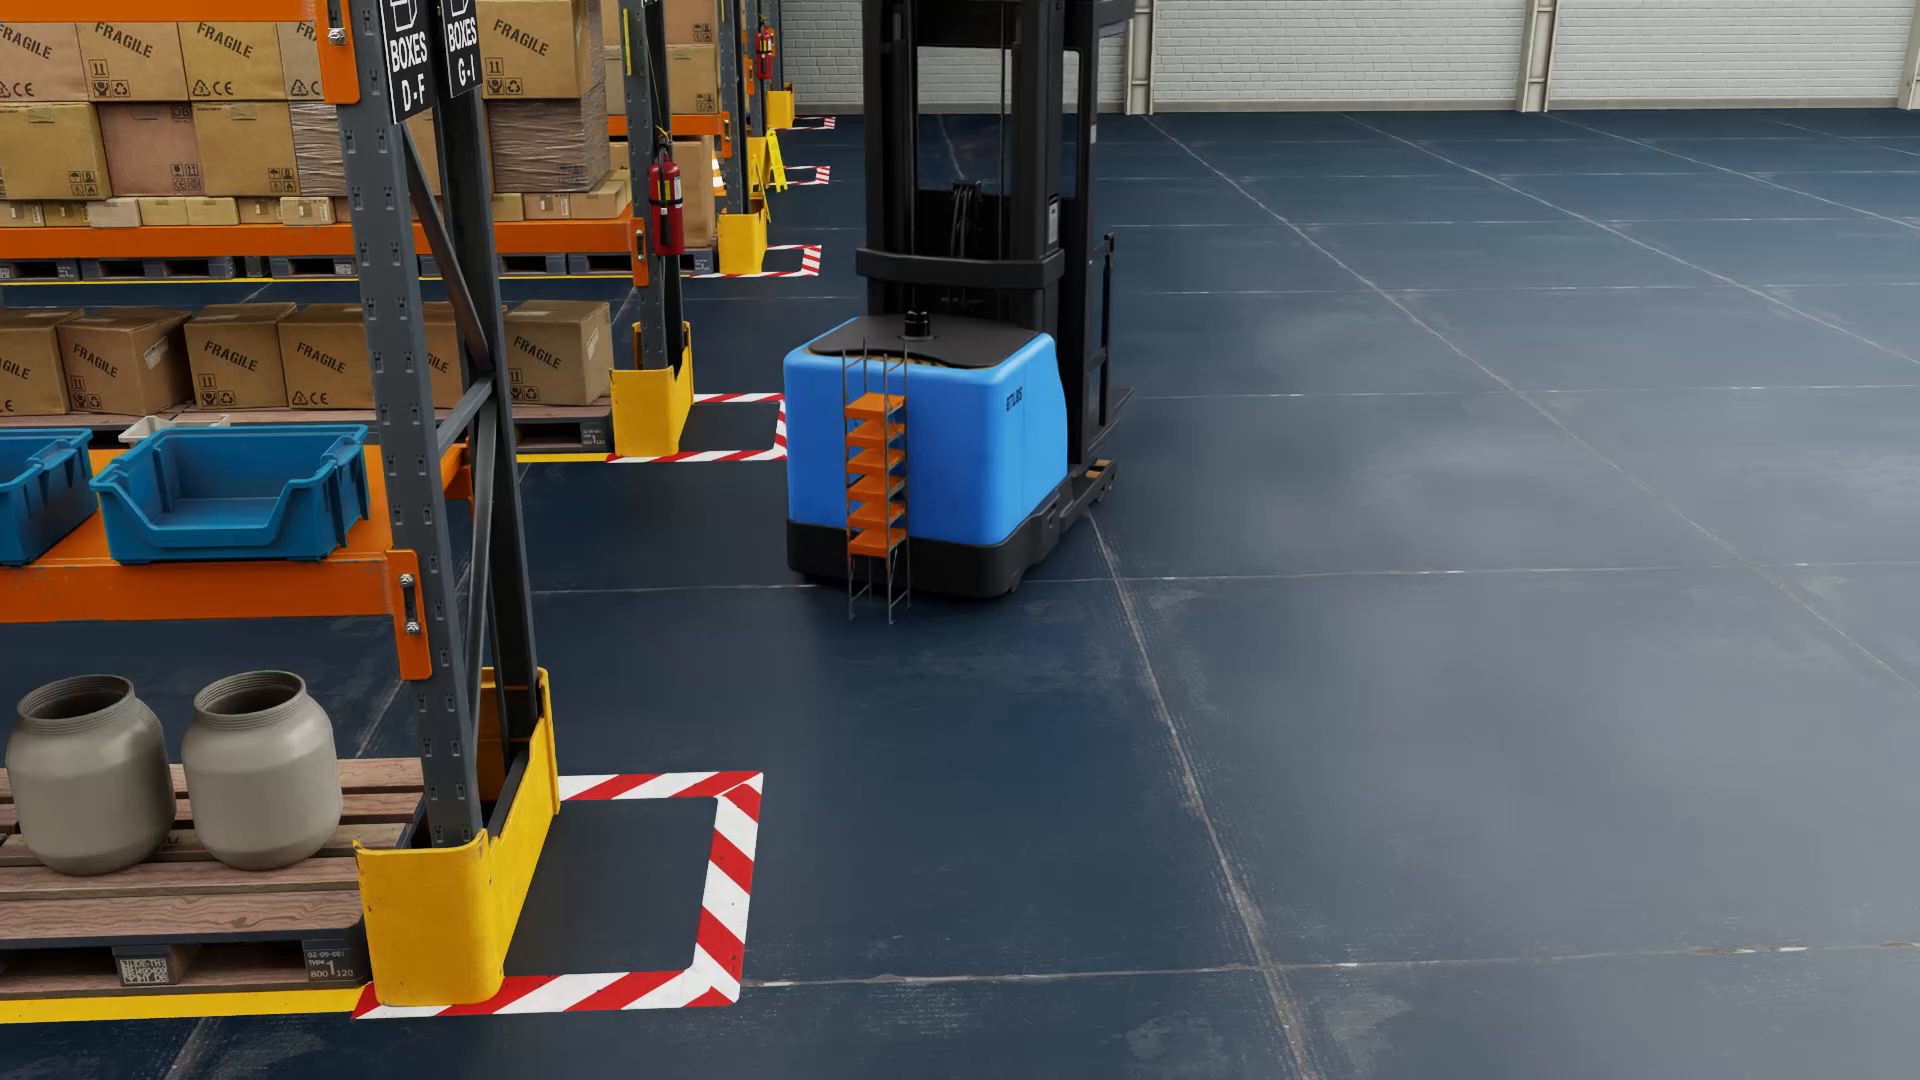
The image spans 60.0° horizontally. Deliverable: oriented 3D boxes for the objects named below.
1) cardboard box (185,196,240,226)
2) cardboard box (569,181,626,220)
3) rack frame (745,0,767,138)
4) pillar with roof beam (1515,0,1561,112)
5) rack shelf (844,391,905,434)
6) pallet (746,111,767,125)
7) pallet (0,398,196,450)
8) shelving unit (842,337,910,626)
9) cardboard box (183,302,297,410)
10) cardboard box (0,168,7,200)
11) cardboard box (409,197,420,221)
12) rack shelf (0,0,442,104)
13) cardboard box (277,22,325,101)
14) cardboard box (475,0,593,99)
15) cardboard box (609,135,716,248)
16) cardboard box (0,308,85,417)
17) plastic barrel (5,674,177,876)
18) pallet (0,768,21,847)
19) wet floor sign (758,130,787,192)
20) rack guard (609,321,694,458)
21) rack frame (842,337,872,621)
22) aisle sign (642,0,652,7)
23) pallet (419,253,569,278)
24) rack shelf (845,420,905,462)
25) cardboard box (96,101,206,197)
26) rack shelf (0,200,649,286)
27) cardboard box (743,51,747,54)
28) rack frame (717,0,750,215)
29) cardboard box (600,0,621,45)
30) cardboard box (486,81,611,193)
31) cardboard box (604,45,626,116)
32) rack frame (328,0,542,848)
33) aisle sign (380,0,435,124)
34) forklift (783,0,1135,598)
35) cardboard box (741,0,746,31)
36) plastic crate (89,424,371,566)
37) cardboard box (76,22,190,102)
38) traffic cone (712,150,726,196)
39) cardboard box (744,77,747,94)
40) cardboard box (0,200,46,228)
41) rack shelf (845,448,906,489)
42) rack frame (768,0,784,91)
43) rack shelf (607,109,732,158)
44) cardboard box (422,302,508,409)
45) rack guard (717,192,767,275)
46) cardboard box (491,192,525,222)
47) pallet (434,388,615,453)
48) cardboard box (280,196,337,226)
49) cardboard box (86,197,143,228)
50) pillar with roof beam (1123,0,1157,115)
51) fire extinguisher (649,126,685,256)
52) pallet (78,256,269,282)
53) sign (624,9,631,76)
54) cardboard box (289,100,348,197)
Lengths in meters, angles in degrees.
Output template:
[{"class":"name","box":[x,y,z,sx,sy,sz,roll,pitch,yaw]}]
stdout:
[{"class":"cardboard box","box":[-3.992,-1.811,9.014,0.250,0.149,0.380,-1,21,-3]},{"class":"cardboard box","box":[-2.000,-1.880,9.197,0.250,0.149,0.380,-1,21,-3]},{"class":"rack frame","box":[-2.293,-5.597,18.606,0.127,3.000,1.000,-1,21,-3]},{"class":"pillar with roof beam","box":[8.900,-9.184,19.597,0.400,9.000,9.100,-1,21,-3]},{"class":"rack shelf","box":[-0.351,-0.535,6.952,0.180,0.103,0.258,7,22,19]},{"class":"pallet","box":[-3.341,-6.027,23.653,1.213,0.211,1.003,-1,21,-3]},{"class":"pallet","box":[-5.052,-0.718,9.711,1.213,0.211,1.003,-1,21,-3]},{"class":"shelving unit","box":[-0.350,-0.241,7.065,0.189,1.200,0.258,7,22,19]},{"class":"cardboard box","box":[-4.132,-1.072,9.644,0.500,0.500,0.500,-3,21,-8]},{"class":"cardboard box","box":[-5.268,-2.168,9.042,0.500,0.500,0.875,-1,21,-3]},{"class":"cardboard box","box":[-2.999,-1.862,9.149,0.250,0.149,0.380,-1,21,-3]},{"class":"rack shelf","box":[-3.441,-1.342,4.226,4.000,0.370,1.077,-1,21,-3]},{"class":"cardboard box","box":[-3.260,-2.609,8.795,0.500,0.500,0.500,-1,21,-3]},{"class":"cardboard box","box":[-2.262,-2.631,8.851,0.500,0.500,0.500,-1,21,-3]},{"class":"cardboard box","box":[-2.583,-3.007,14.198,0.875,0.875,0.875,-1,21,-3]},{"class":"cardboard box","box":[-5.319,-1.017,9.500,0.500,0.500,0.500,-2,21,-5]},{"class":"plastic barrel","box":[-2.598,0.700,4.973,0.421,0.512,0.421,0,21,0]},{"class":"pallet","box":[-3.544,1.043,5.086,1.213,0.211,1.003,-1,21,-3]},{"class":"wet floor sign","box":[-2.042,-4.120,18.037,0.232,0.644,0.267,6,22,16]},{"class":"rack guard","box":[-1.803,-0.907,9.800,0.348,0.500,1.175,-1,21,-3]},{"class":"rack frame","box":[-0.436,-0.252,7.095,0.006,1.200,0.240,7,22,19]},{"class":"aisle sign","box":[-1.648,-3.186,8.621,0.004,0.787,0.394,-1,21,-3]},{"class":"pallet","box":[-3.918,-2.470,14.311,1.213,0.211,1.003,-1,21,-3]},{"class":"rack shelf","box":[-0.351,-0.423,6.995,0.180,0.103,0.258,7,22,19]},{"class":"cardboard box","box":[-4.273,-2.212,9.156,0.500,0.500,0.875,-1,21,-3]},{"class":"rack shelf","box":[-3.724,-1.700,9.381,4.000,0.370,1.077,-1,21,-3]},{"class":"cardboard box","box":[-3.071,-6.796,23.625,0.500,0.250,0.500,-1,21,-4]},{"class":"rack frame","box":[-1.909,-3.841,13.993,0.127,3.000,1.000,-1,21,-3]},{"class":"cardboard box","box":[-2.826,-4.378,13.675,0.550,0.550,0.875,-1,21,-3]},{"class":"cardboard box","box":[-2.278,-2.261,9.285,0.500,0.500,0.875,-1,21,-3]},{"class":"cardboard box","box":[-2.825,-3.868,13.854,0.550,0.550,0.875,-1,21,-3]},{"class":"rack frame","box":[-1.444,-0.317,4.738,0.127,3.000,1.000,-1,21,-3]},{"class":"aisle sign","box":[-1.356,-1.428,4.003,0.004,0.787,0.394,-1,21,-3]},{"class":"forklift","box":[0.195,-1.609,8.227,1.130,2.935,3.031,7,22,19]},{"class":"cardboard box","box":[-3.056,-7.304,22.948,0.500,0.500,0.500,-2,21,-4]},{"class":"plastic crate","box":[-1.927,-0.131,4.459,0.616,0.251,0.499,-1,21,-3]},{"class":"cardboard box","box":[-4.259,-2.588,8.739,0.500,0.500,0.500,-1,21,-3]},{"class":"traffic cone","box":[-2.649,-3.944,17.831,0.334,0.463,0.336,-1,21,-3]},{"class":"cardboard box","box":[-3.048,-6.384,23.245,0.500,0.250,0.500,-1,21,-4]},{"class":"cardboard box","box":[-4.991,-1.791,8.962,0.250,0.149,0.380,-1,21,-3]},{"class":"rack shelf","box":[-0.351,-0.311,7.038,0.180,0.103,0.258,7,22,19]},{"class":"rack frame","box":[-2.580,-7.360,23.237,0.127,3.000,1.000,-1,21,-3]},{"class":"rack shelf","box":[-3.906,-3.464,14.014,4.000,0.370,1.077,-1,21,-3]},{"class":"cardboard box","box":[-2.946,-1.074,9.648,0.500,0.500,0.500,4,21,11]},{"class":"rack guard","box":[-1.885,-2.673,14.439,0.348,0.500,1.175,-1,21,-3]},{"class":"cardboard box","box":[-2.496,-1.852,9.122,0.250,0.149,0.380,-1,21,-3]},{"class":"pallet","box":[-2.616,-0.768,9.841,1.213,0.211,1.003,-1,21,-3]},{"class":"cardboard box","box":[-3.492,-1.812,9.019,0.250,0.149,0.380,-1,21,-3]},{"class":"cardboard box","box":[-4.490,-1.790,8.959,0.250,0.149,0.380,-1,21,-3]},{"class":"pillar with roof beam","box":[2.909,-9.062,19.277,0.400,9.000,9.100,-1,21,-3]},{"class":"fire extinguisher","box":[-1.587,-1.879,8.950,0.183,0.674,0.296,-1,21,-3]},{"class":"pallet","box":[-6.669,-2.414,14.164,1.213,0.211,1.003,-1,21,-3]},{"class":"sign","box":[-1.716,-2.568,8.579,0.005,0.325,0.100,-1,21,-3]},{"class":"cardboard box","box":[-3.272,-2.213,9.160,0.500,0.500,0.875,-1,21,-3]}]
